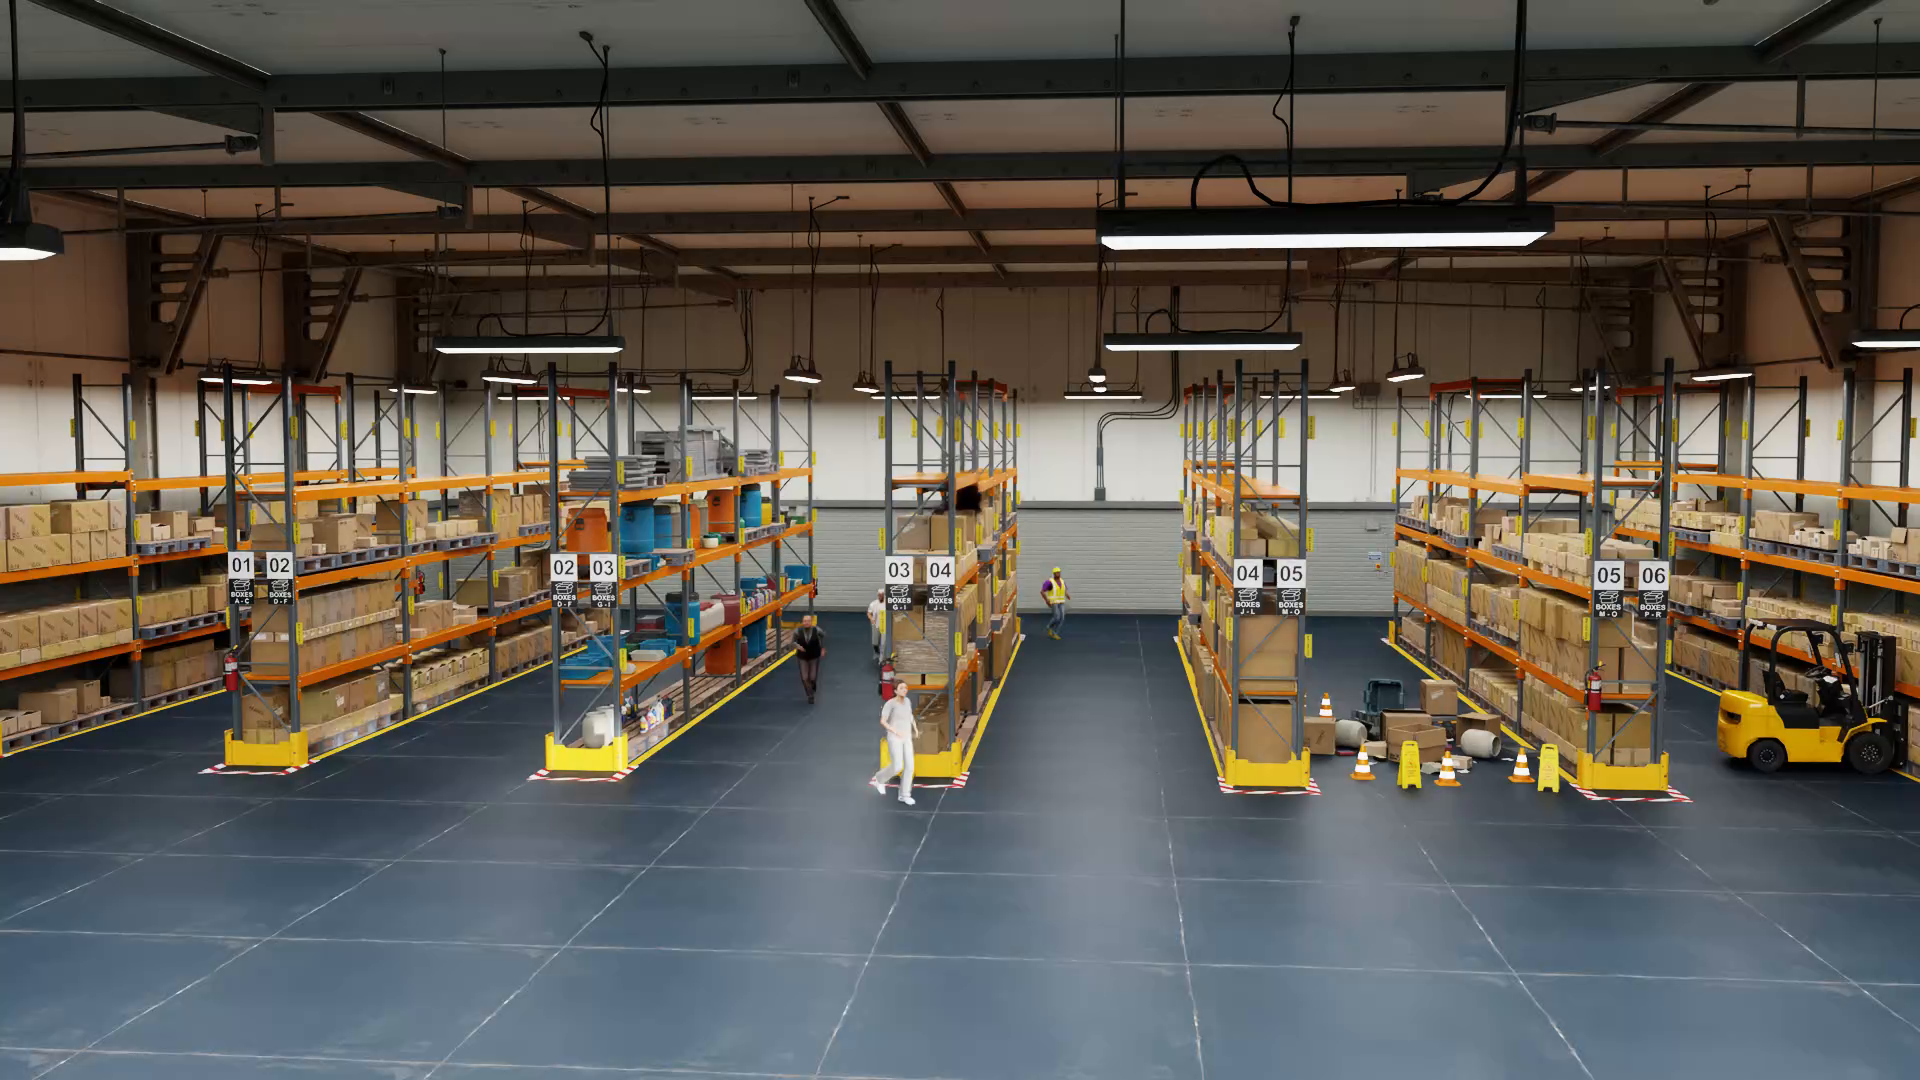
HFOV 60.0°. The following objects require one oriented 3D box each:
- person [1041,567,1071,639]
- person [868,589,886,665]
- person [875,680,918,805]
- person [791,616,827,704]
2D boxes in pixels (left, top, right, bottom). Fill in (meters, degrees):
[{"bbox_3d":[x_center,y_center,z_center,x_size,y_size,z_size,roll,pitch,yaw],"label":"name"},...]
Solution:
[{"bbox_3d":[2.329,1.519,39.929,0.728,1.732,0.555,-2,4,-33],"label":"person"},{"bbox_3d":[-1.681,1.853,35.589,0.595,1.622,0.561,0,4,-4],"label":"person"},{"bbox_3d":[-0.842,2.705,22.489,0.590,1.662,0.739,-3,5,-41],"label":"person"},{"bbox_3d":[-2.765,2.190,30.449,0.649,1.650,0.723,0,4,1],"label":"person"}]
